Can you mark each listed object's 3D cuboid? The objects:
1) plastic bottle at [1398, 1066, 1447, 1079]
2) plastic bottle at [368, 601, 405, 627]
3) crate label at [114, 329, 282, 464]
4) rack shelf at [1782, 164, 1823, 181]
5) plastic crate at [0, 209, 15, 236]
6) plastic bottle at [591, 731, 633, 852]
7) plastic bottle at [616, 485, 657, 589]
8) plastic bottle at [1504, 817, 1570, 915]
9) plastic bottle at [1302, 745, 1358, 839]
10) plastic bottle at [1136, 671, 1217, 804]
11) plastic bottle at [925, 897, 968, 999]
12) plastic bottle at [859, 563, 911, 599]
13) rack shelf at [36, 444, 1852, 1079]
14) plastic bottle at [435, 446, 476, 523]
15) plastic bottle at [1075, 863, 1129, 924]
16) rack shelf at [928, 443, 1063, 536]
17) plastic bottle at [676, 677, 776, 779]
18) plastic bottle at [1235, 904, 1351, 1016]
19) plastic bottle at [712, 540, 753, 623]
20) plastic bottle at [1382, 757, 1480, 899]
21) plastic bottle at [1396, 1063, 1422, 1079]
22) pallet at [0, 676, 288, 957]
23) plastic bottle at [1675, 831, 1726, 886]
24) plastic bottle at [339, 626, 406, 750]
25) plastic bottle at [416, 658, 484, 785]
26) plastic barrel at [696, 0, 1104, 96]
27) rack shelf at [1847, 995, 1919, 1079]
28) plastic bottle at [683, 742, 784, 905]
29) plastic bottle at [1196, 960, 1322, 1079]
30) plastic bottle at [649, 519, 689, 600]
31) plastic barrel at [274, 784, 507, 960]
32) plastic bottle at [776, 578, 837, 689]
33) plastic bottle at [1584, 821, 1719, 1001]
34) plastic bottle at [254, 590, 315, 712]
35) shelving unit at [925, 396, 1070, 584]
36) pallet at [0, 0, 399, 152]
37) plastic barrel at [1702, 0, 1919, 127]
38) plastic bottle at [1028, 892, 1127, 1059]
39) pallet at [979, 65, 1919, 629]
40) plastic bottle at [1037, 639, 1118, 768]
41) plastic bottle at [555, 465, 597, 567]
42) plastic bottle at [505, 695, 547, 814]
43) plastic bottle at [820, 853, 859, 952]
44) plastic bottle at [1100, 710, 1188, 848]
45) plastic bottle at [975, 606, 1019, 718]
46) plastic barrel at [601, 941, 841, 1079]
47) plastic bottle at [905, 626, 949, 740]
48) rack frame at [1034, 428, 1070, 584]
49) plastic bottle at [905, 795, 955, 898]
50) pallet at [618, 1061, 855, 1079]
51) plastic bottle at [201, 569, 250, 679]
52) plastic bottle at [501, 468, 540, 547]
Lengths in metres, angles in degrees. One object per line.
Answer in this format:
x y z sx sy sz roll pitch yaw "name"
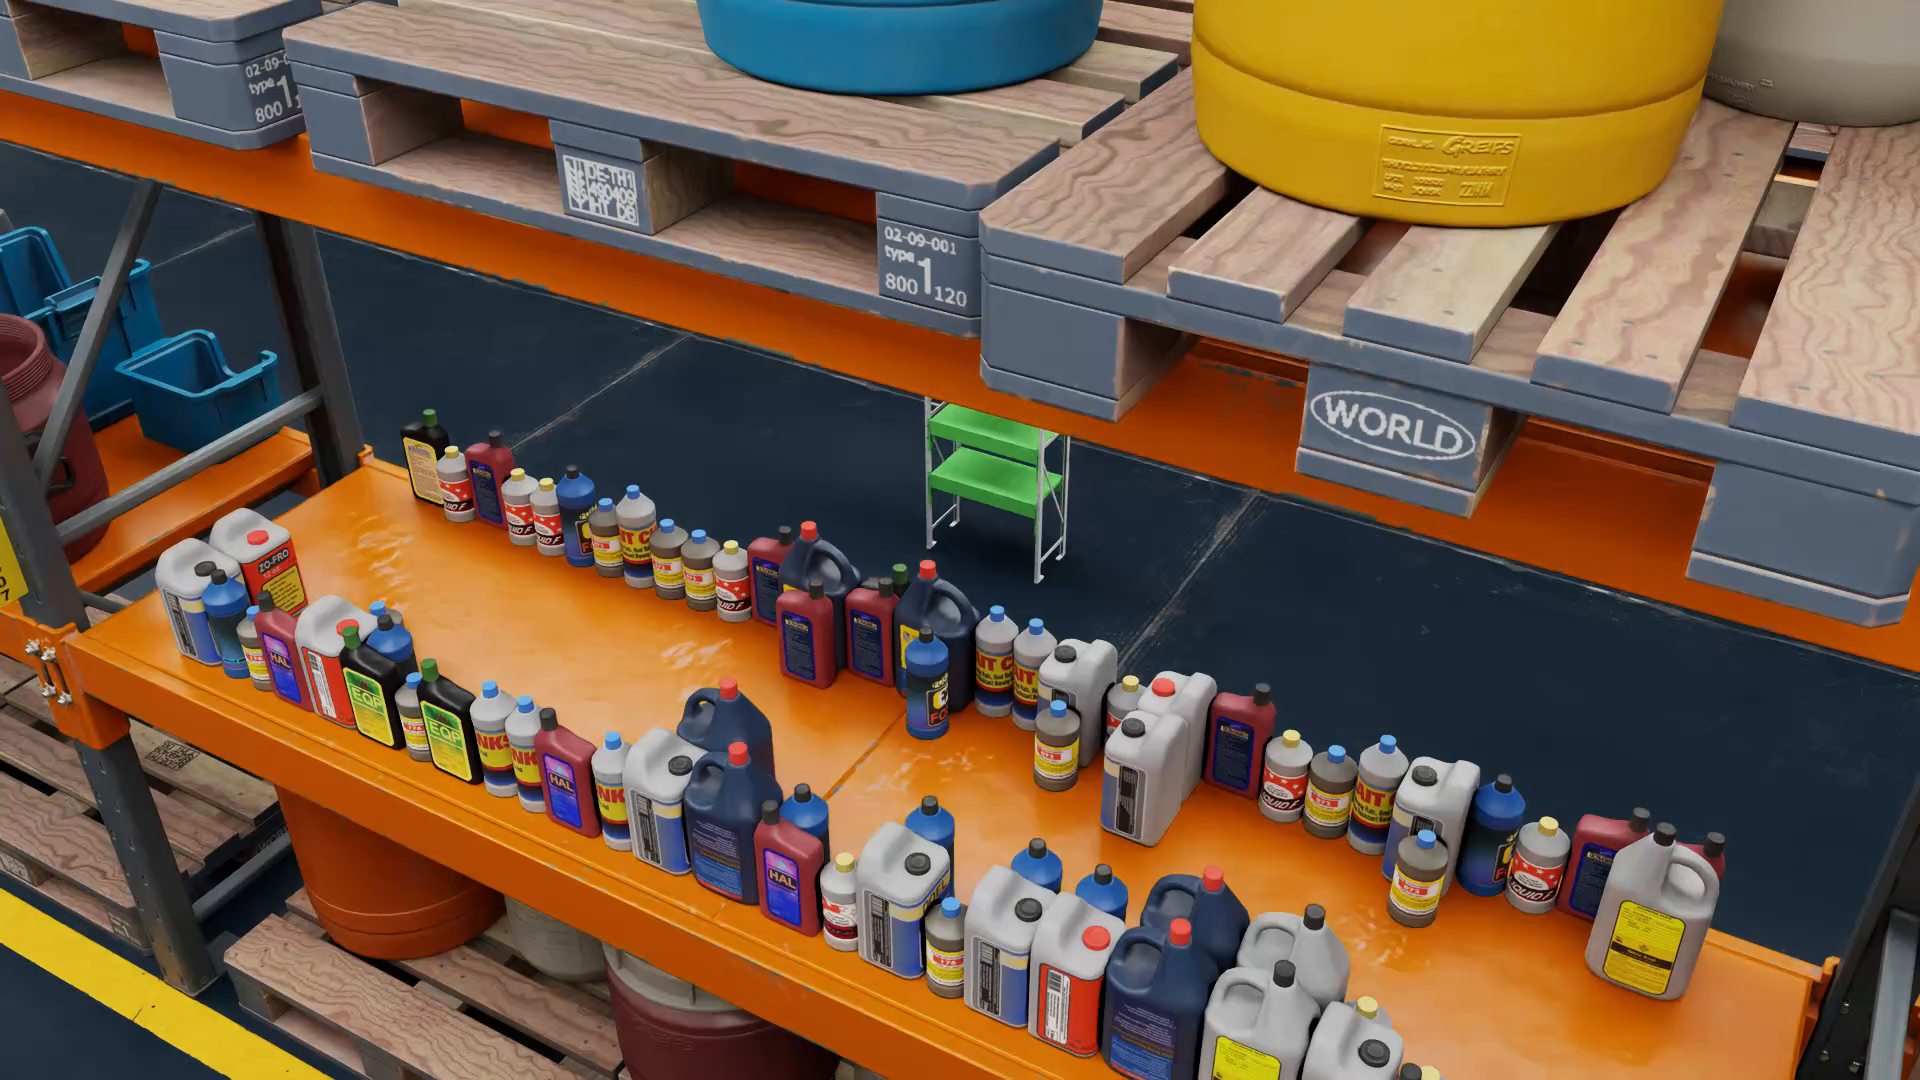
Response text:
0.770 0.959 2.782 0.097 0.201 0.097 0 34 0 "plastic bottle"
-1.338 0.234 3.872 0.097 0.201 0.097 0 34 0 "plastic bottle"
-2.180 -0.412 4.814 0.416 0.233 0.303 18 37 24 "crate label"
2.197 -1.719 7.274 4.000 0.370 1.077 18 37 24 "rack shelf"
-3.252 -0.804 5.193 0.583 0.464 0.402 18 37 24 "plastic crate"
-0.696 0.505 3.401 0.097 0.271 0.097 0 34 0 "plastic bottle"
-0.808 -0.015 4.183 0.097 0.271 0.097 0 34 0 "plastic bottle"
1.141 0.631 3.275 0.097 0.201 0.097 0 34 0 "plastic bottle"
0.770 0.514 3.451 0.097 0.201 0.097 0 34 0 "plastic bottle"
0.455 0.401 3.554 0.135 0.276 0.152 18 37 24 "plastic bottle"
-0.016 0.749 3.098 0.097 0.201 0.097 0 34 0 "plastic bottle"
-0.169 0.171 3.893 0.133 0.283 0.061 18 37 24 "plastic bottle"
-0.264 0.664 3.696 4.000 0.370 1.077 18 37 24 "rack shelf"
-1.347 -0.157 4.458 0.097 0.201 0.097 0 34 0 "plastic bottle"
0.260 0.711 3.092 0.097 0.271 0.097 0 34 0 "plastic bottle"
0.144 -0.201 6.518 0.480 0.148 0.258 18 37 24 "rack shelf"
-0.486 0.426 3.448 0.185 0.351 0.144 18 37 24 "plastic bottle"
0.583 0.770 2.932 0.185 0.351 0.144 18 37 24 "plastic bottle"
-0.555 0.094 4.081 0.097 0.201 0.097 0 34 0 "plastic bottle"
0.942 0.555 3.323 0.135 0.276 0.152 18 37 24 "plastic bottle"
0.746 0.968 2.695 0.133 0.283 0.061 18 37 24 "plastic bottle"
-2.654 0.743 5.443 1.213 0.211 1.003 18 37 24 "pallet"
1.366 0.657 3.163 0.133 0.283 0.061 18 37 24 "plastic bottle"
-1.290 0.323 3.663 0.133 0.283 0.061 18 37 24 "plastic bottle"
-1.090 0.387 3.568 0.133 0.283 0.061 18 37 24 "plastic bottle"
-0.085 -1.113 2.178 0.708 0.901 0.600 18 37 24 "plastic barrel"
3.209 1.764 2.044 4.000 0.370 1.077 18 37 24 "rack shelf"
-0.445 0.537 3.282 0.185 0.351 0.144 18 37 24 "plastic bottle"
0.512 0.840 2.827 0.185 0.351 0.144 18 37 24 "plastic bottle"
-0.724 0.041 4.162 0.097 0.201 0.097 0 34 0 "plastic bottle"
-1.567 0.669 4.618 0.708 0.830 0.600 18 37 24 "plastic barrel"
-0.356 0.203 3.844 0.133 0.283 0.061 18 37 24 "plastic bottle"
1.292 0.671 3.081 0.185 0.351 0.144 18 37 24 "plastic bottle"
-1.523 0.250 3.774 0.133 0.283 0.061 18 37 24 "plastic bottle"
0.144 -0.454 6.349 0.503 1.200 0.258 18 37 24 "shelving unit"
-1.385 -1.098 3.157 1.213 0.211 1.003 18 37 24 "pallet"
1.140 -0.831 2.084 0.433 0.535 0.433 0 34 0 "plastic barrel"
0.215 0.774 2.993 0.135 0.276 0.152 18 37 24 "plastic bottle"
0.743 -0.424 2.145 1.003 0.211 1.213 18 37 24 "pallet"
0.254 0.337 3.650 0.135 0.276 0.152 18 37 24 "plastic bottle"
-0.977 -0.069 4.263 0.097 0.271 0.097 0 34 0 "plastic bottle"
-0.896 0.442 3.497 0.097 0.271 0.097 0 34 0 "plastic bottle"
-0.218 0.686 3.194 0.097 0.201 0.097 0 34 0 "plastic bottle"
0.380 0.474 3.444 0.135 0.276 0.152 18 37 24 "plastic bottle"
0.083 0.267 3.759 0.097 0.271 0.097 0 34 0 "plastic bottle"
-0.587 1.080 4.218 0.708 0.588 0.600 18 37 24 "plastic barrel"
-0.074 0.310 3.695 0.097 0.271 0.097 0 34 0 "plastic bottle"
0.356 -0.387 6.248 0.015 1.200 0.240 18 37 24 "rack frame"
-0.058 0.610 3.244 0.097 0.271 0.097 0 34 0 "plastic bottle"
-0.240 1.508 4.295 1.213 0.211 1.003 18 37 24 "pallet"
-1.698 0.187 3.878 0.097 0.271 0.097 0 34 0 "plastic bottle"
-1.146 -0.093 4.363 0.097 0.201 0.097 0 34 0 "plastic bottle"
